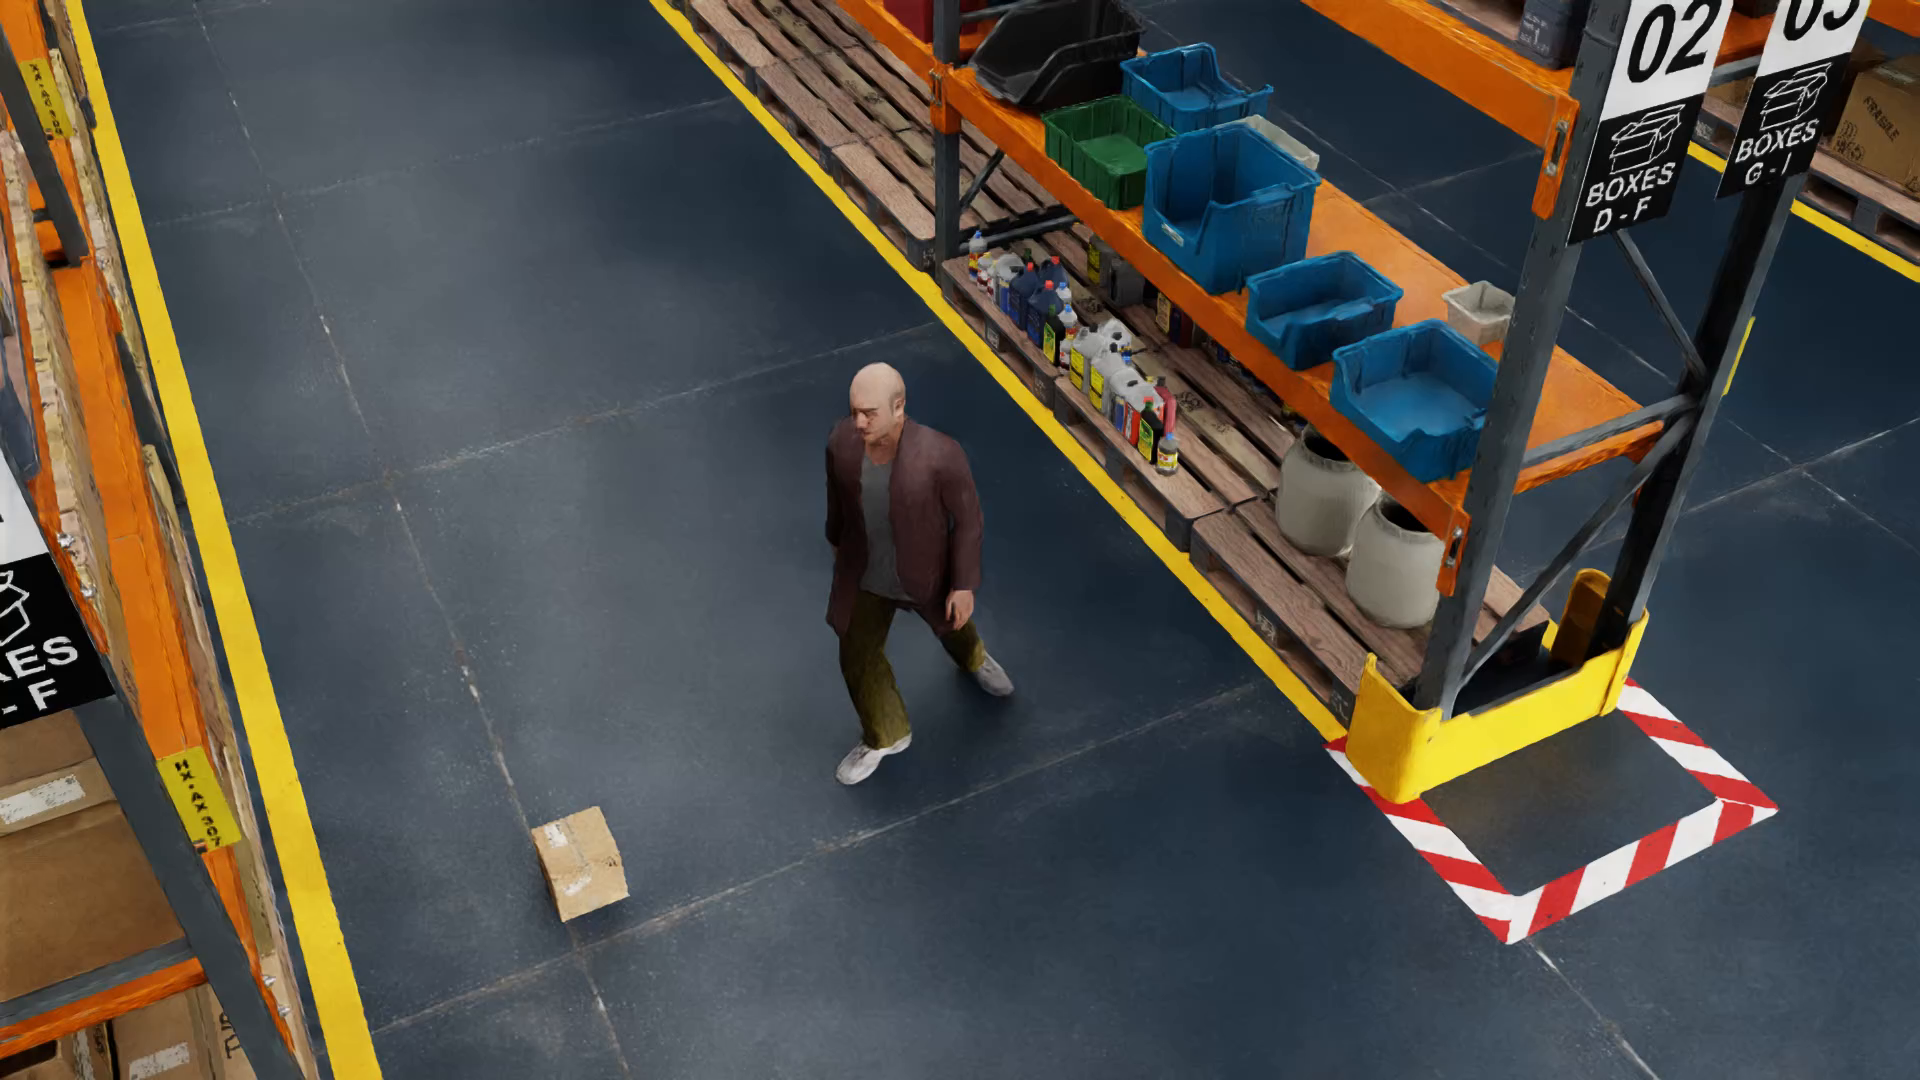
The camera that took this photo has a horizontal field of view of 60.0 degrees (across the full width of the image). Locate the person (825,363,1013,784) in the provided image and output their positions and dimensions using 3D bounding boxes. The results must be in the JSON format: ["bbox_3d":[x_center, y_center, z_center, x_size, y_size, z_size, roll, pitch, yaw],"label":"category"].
[{"bbox_3d":[-0.185,0.062,6.111,0.701,1.753,0.829,11,42,13],"label":"person"}]
